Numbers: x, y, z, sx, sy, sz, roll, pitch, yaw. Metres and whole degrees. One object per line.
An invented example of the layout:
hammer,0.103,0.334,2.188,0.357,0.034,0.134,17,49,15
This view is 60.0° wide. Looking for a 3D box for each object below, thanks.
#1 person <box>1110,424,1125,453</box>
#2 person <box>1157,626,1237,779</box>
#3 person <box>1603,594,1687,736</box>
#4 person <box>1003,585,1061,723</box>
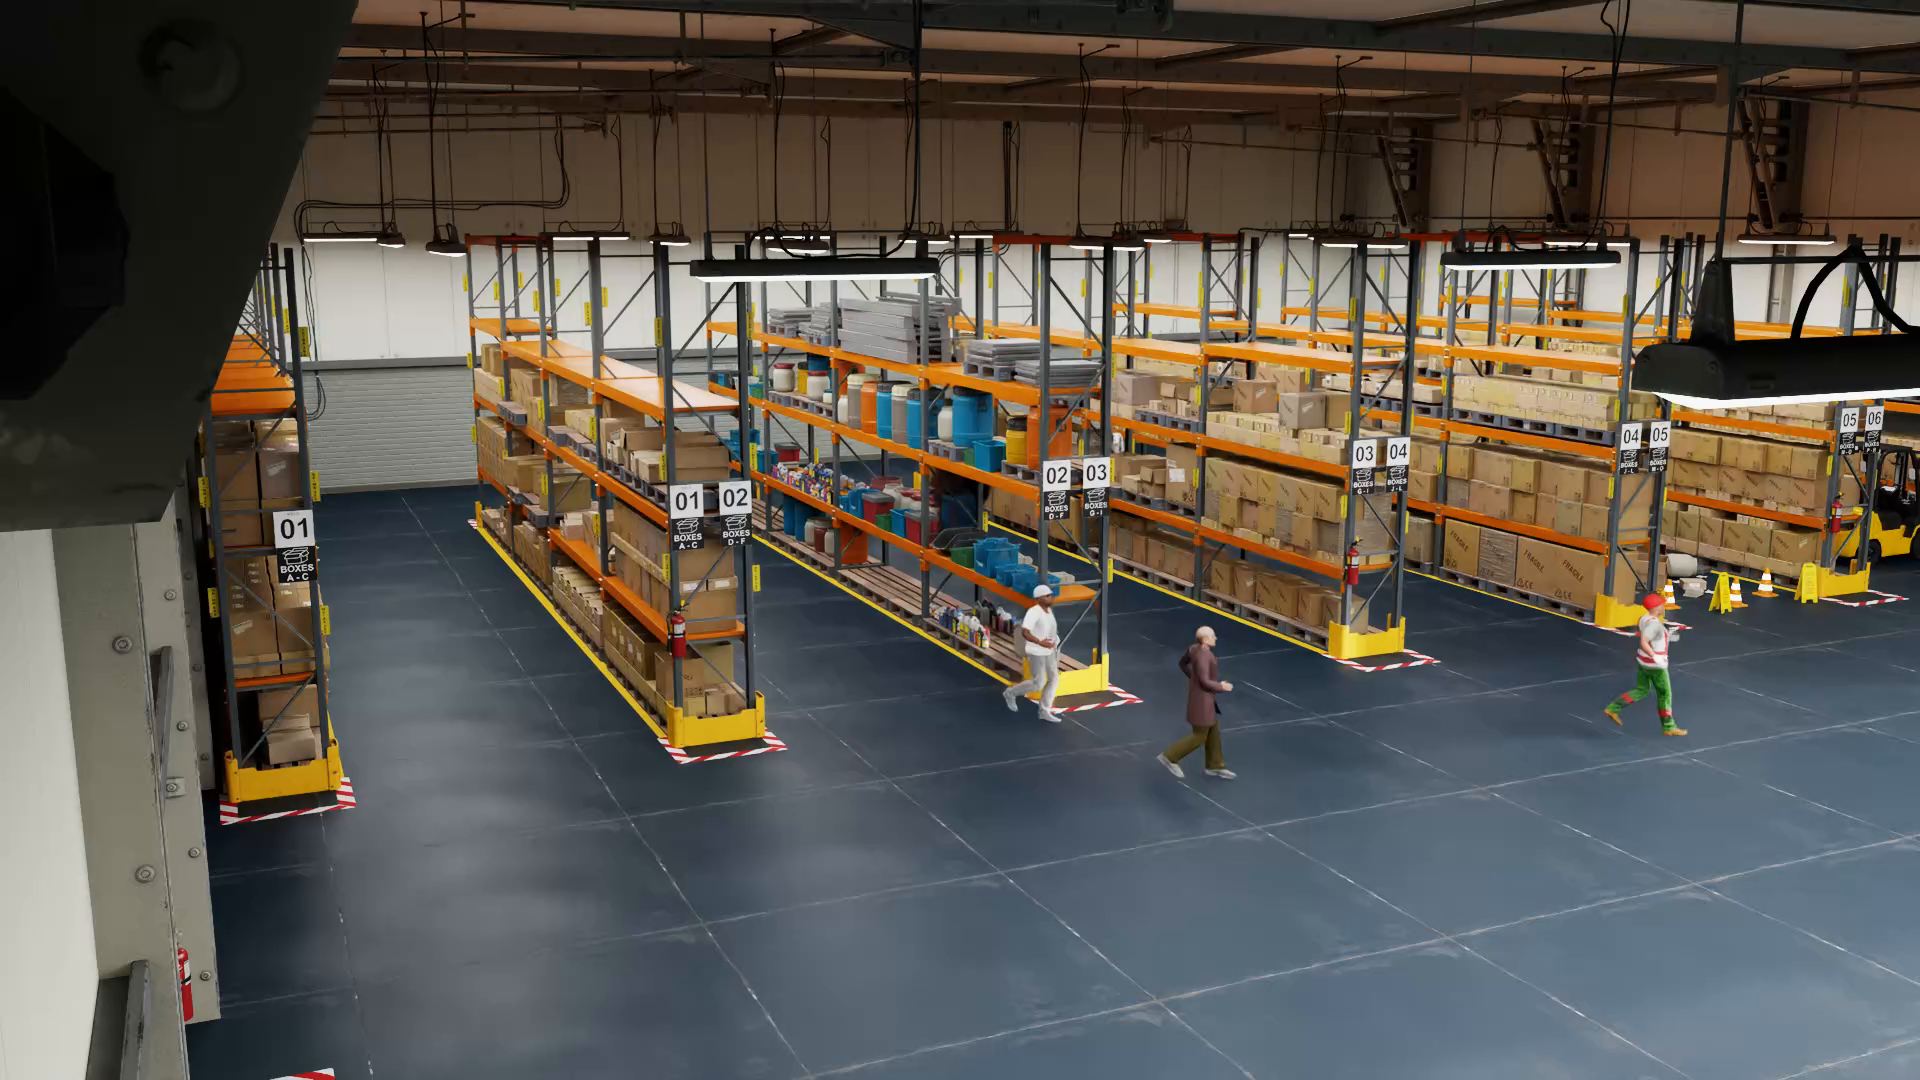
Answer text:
person,3.426,-1.767,37.582,0.728,1.774,0.938,-2,11,-12
person,2.739,1.856,18.889,0.880,1.799,0.734,0,11,0
person,8.498,1.528,20.460,0.997,1.766,0.663,1,11,3
person,0.982,1.429,21.254,0.784,1.748,0.714,6,12,28
